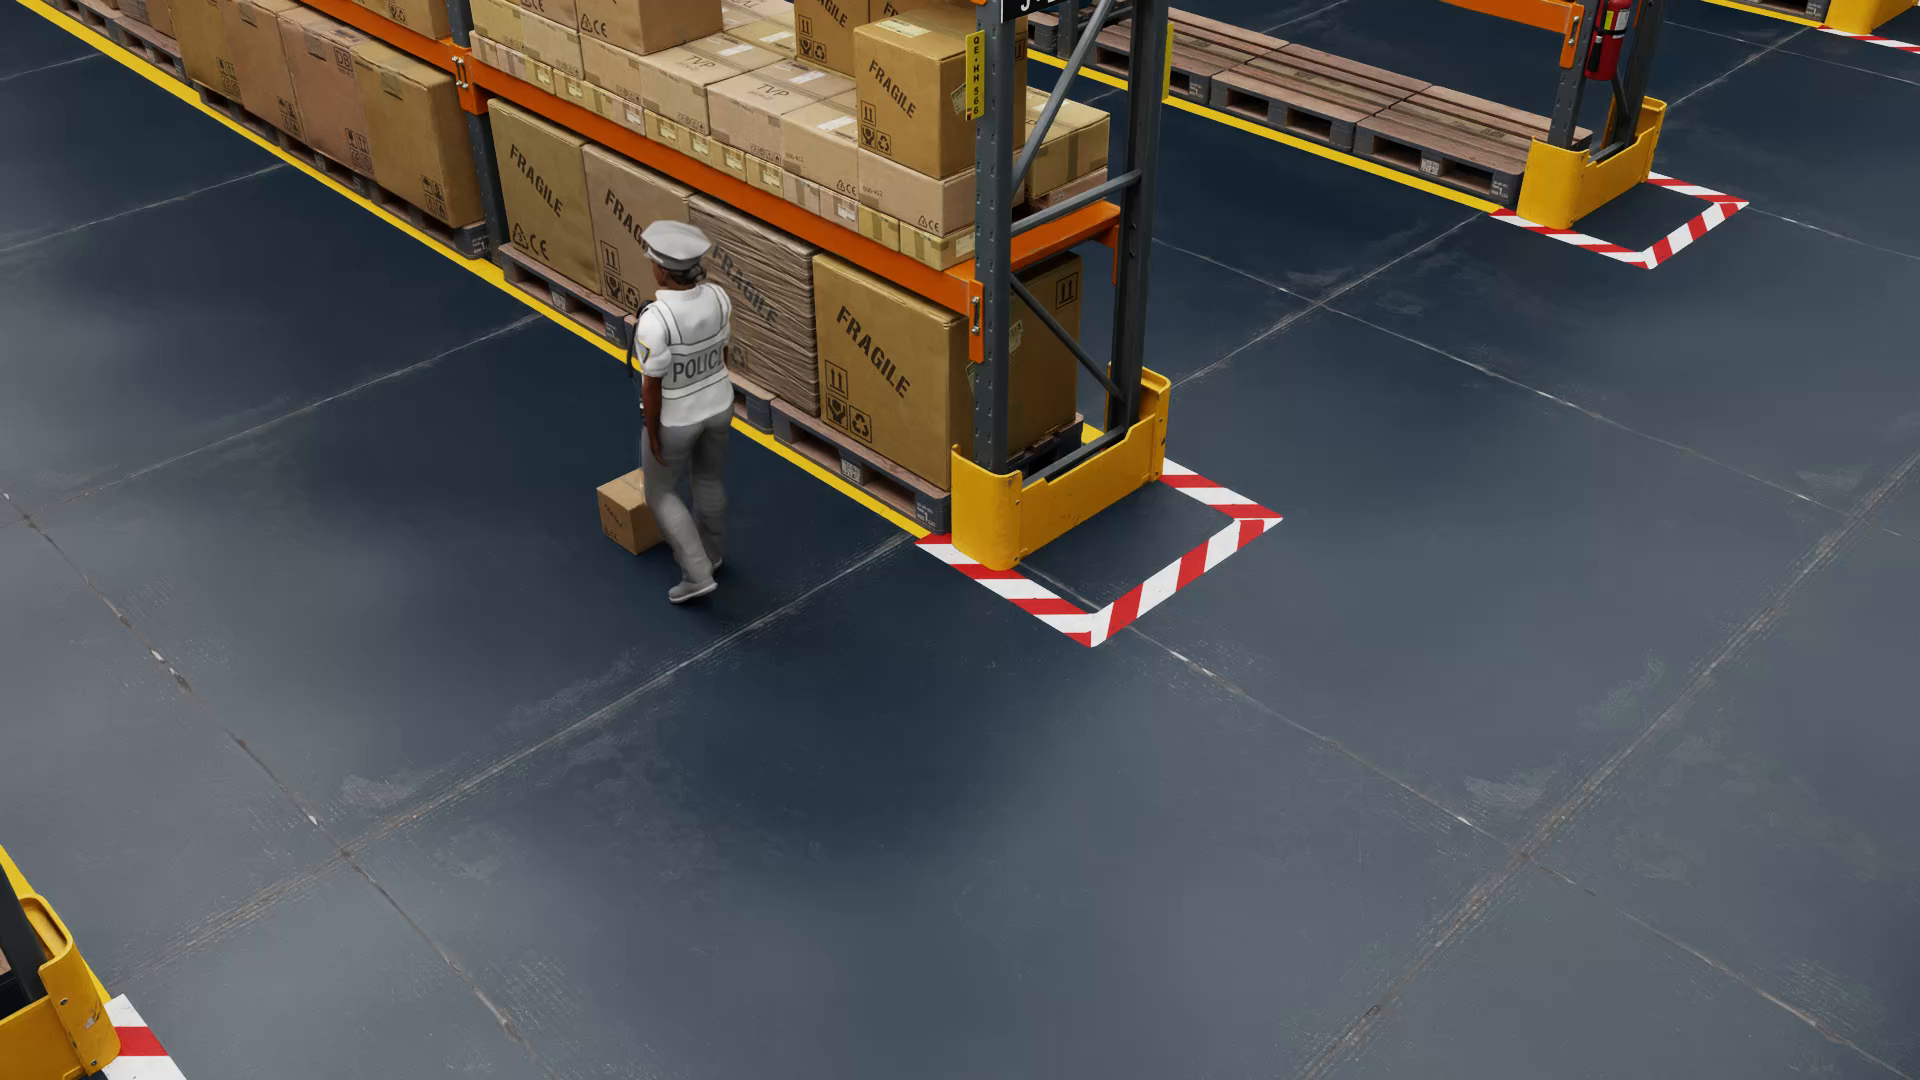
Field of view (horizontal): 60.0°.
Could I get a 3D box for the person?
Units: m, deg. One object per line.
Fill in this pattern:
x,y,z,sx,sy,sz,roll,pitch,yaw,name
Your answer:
-1.147,-0.517,6.870,0.454,1.715,0.514,-30,45,-35,person
